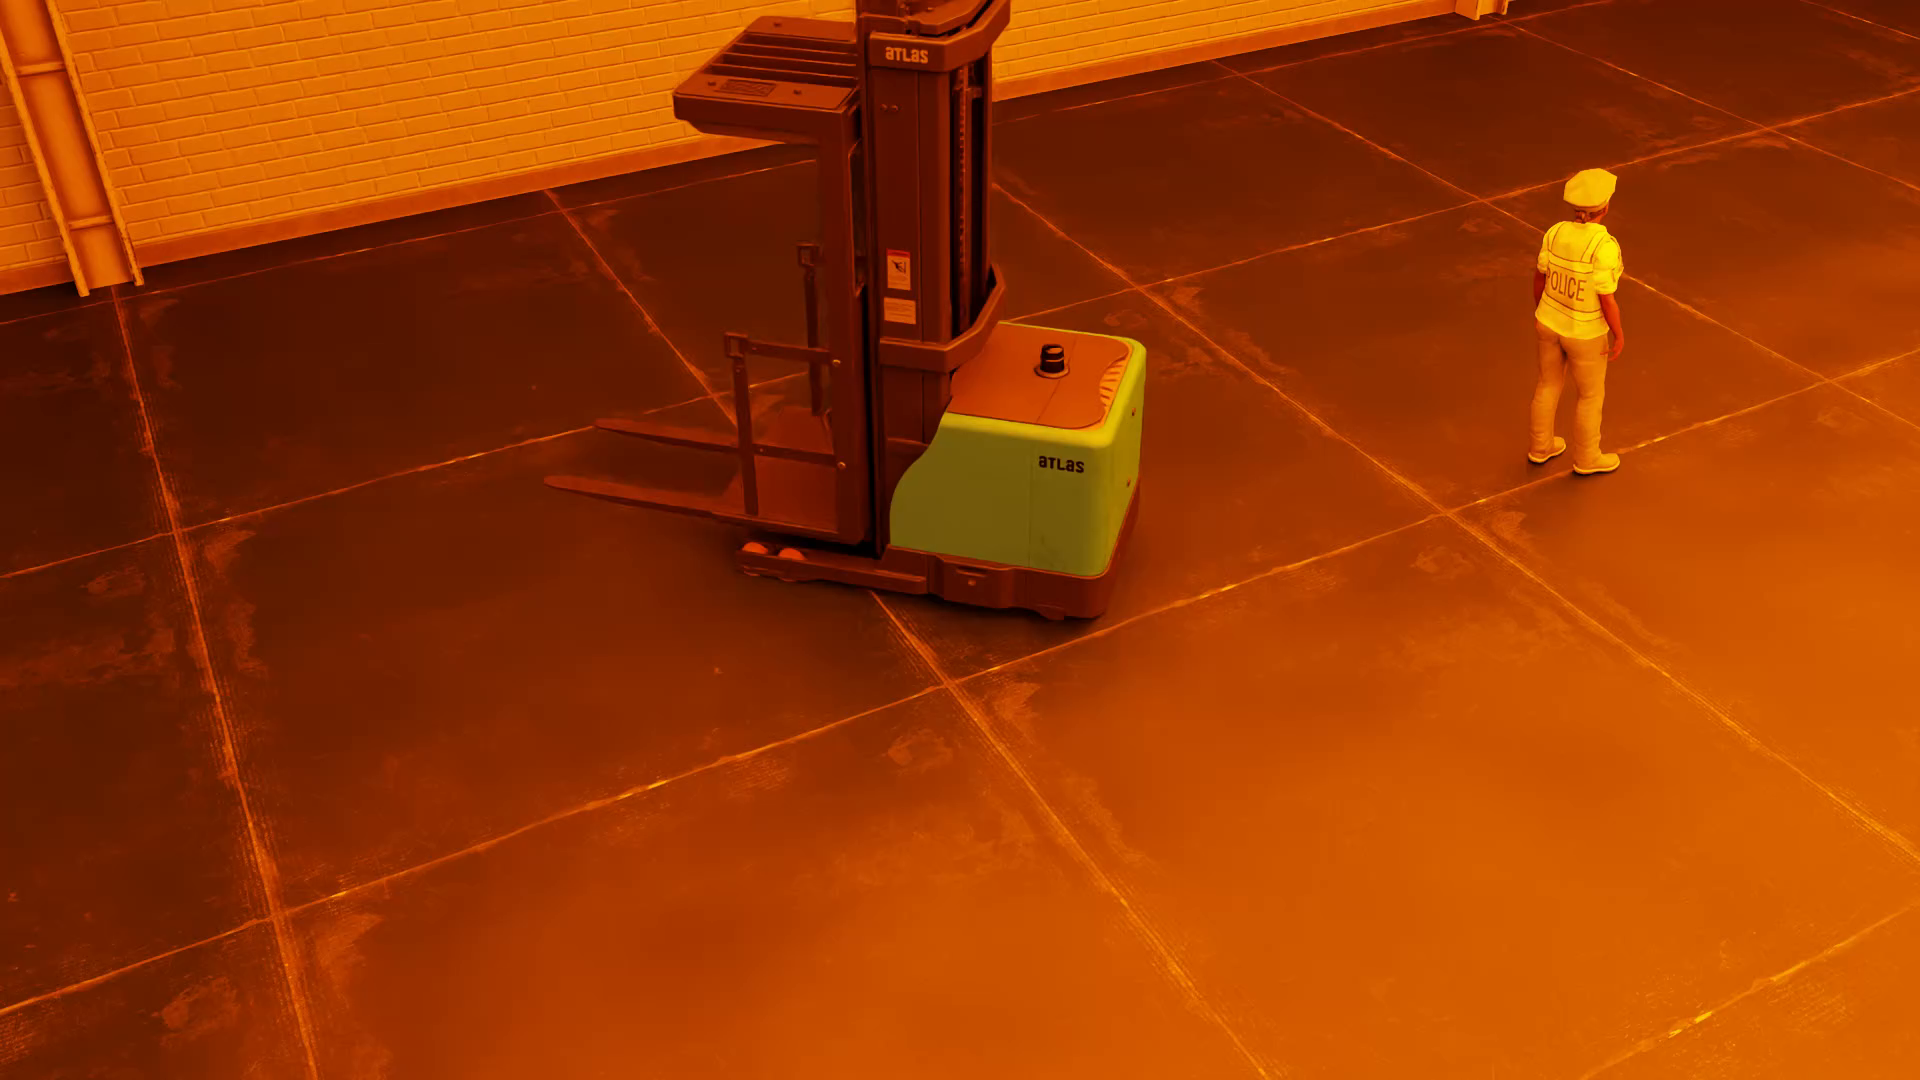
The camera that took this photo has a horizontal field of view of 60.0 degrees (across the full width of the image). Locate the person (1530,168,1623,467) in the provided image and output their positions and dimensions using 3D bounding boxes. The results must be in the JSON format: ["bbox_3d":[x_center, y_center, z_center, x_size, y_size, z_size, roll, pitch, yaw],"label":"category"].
[{"bbox_3d":[3.246,-1.160,8.765,0.394,1.628,0.510,-22,41,-28],"label":"person"}]

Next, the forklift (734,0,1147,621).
[{"bbox_3d":[-0.642,-1.269,7.919,3.031,2.935,1.130,9,36,12],"label":"forklift"}]
